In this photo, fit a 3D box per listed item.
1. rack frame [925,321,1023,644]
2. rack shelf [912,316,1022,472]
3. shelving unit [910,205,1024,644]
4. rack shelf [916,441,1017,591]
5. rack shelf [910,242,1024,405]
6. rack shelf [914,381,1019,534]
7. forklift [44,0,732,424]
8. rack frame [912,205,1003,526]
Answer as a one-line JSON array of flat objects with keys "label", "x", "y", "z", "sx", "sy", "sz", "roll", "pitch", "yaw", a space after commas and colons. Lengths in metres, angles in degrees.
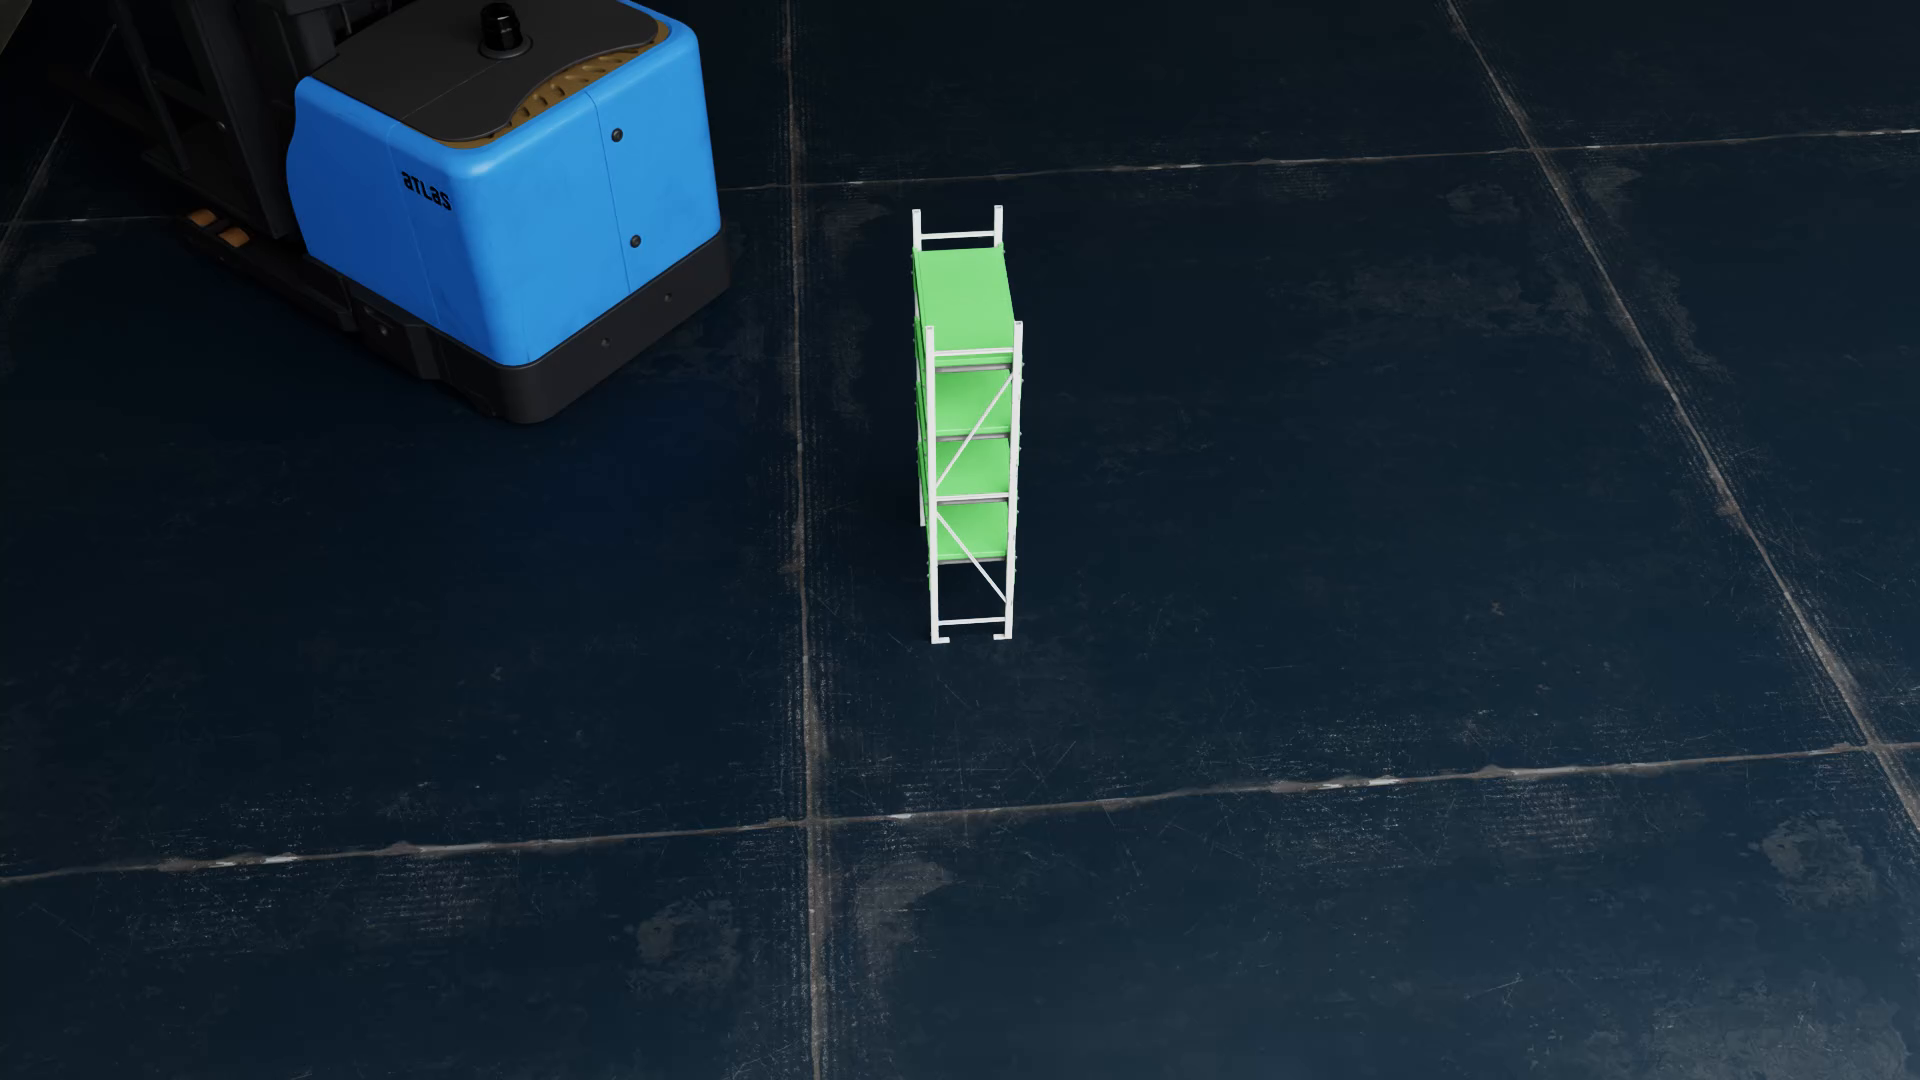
[{"label": "rack frame", "x": 0.034, "y": -0.116, "z": 4.534, "sx": 0.240, "sy": 1.200, "sz": 0.015, "roll": -3, "pitch": 47, "yaw": -3}, {"label": "rack shelf", "x": 0.014, "y": -0.414, "z": 4.573, "sx": 0.258, "sy": 0.148, "sz": 0.480, "roll": -3, "pitch": 47, "yaw": -3}, {"label": "shelving unit", "x": 0.014, "y": -0.293, "z": 4.701, "sx": 0.258, "sy": 1.200, "sz": 0.503, "roll": -3, "pitch": 47, "yaw": -3}, {"label": "rack shelf", "x": 0.014, "y": -0.084, "z": 4.922, "sx": 0.258, "sy": 0.148, "sz": 0.480, "roll": -3, "pitch": 47, "yaw": -3}, {"label": "rack shelf", "x": 0.014, "y": -0.579, "z": 4.399, "sx": 0.258, "sy": 0.148, "sz": 0.480, "roll": -3, "pitch": 47, "yaw": -3}, {"label": "rack shelf", "x": 0.014, "y": -0.249, "z": 4.747, "sx": 0.258, "sy": 0.148, "sz": 0.480, "roll": -3, "pitch": 47, "yaw": -3}, {"label": "forklift", "x": -2.308, "y": -2.279, "z": 5.390, "sx": 3.031, "sy": 2.935, "sz": 1.130, "roll": 29, "pitch": 53, "yaw": 25}, {"label": "rack frame", "x": -0.007, "y": -0.469, "z": 4.868, "sx": 0.240, "sy": 1.200, "sz": 0.015, "roll": -3, "pitch": 47, "yaw": -3}]
